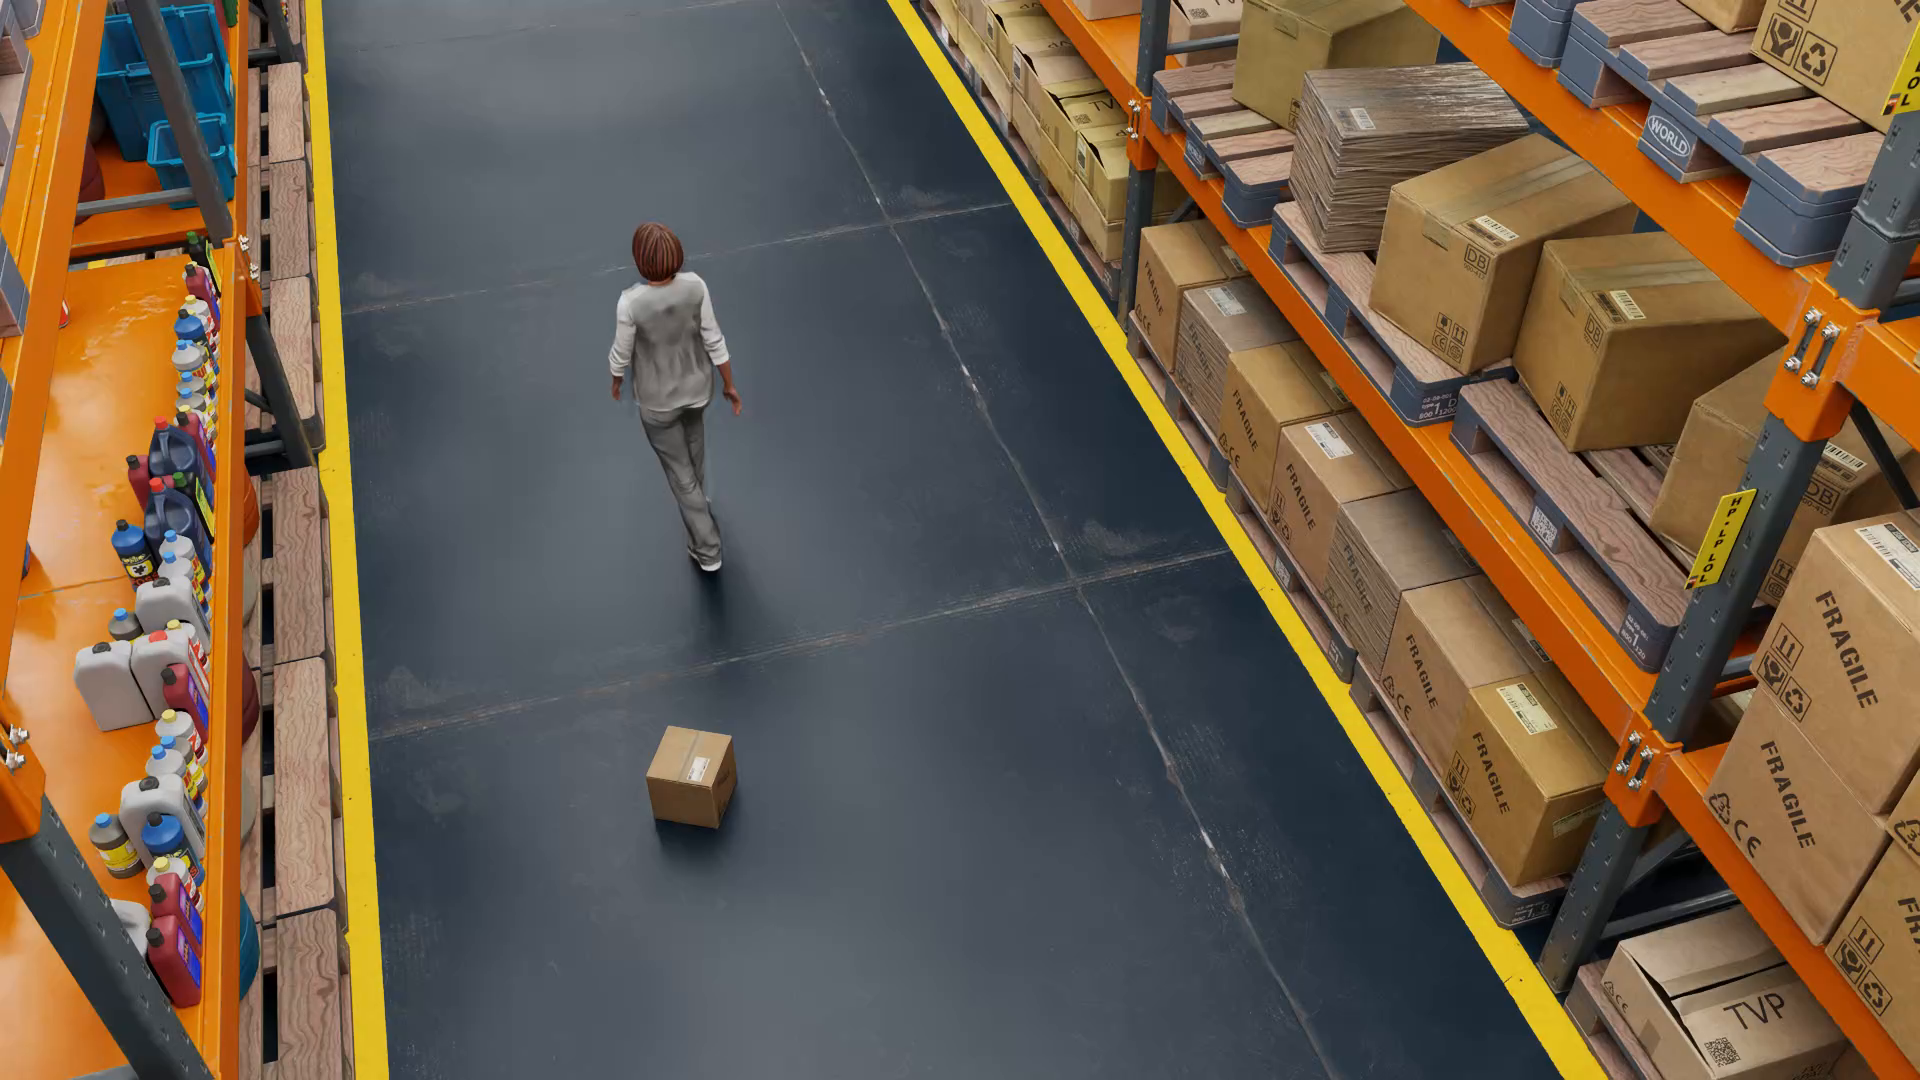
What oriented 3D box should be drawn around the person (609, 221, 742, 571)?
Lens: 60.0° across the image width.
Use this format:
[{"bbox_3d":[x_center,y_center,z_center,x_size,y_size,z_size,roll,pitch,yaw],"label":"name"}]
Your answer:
[{"bbox_3d":[-1.188,-0.620,6.841,0.459,1.620,0.724,-24,48,-24],"label":"person"}]
